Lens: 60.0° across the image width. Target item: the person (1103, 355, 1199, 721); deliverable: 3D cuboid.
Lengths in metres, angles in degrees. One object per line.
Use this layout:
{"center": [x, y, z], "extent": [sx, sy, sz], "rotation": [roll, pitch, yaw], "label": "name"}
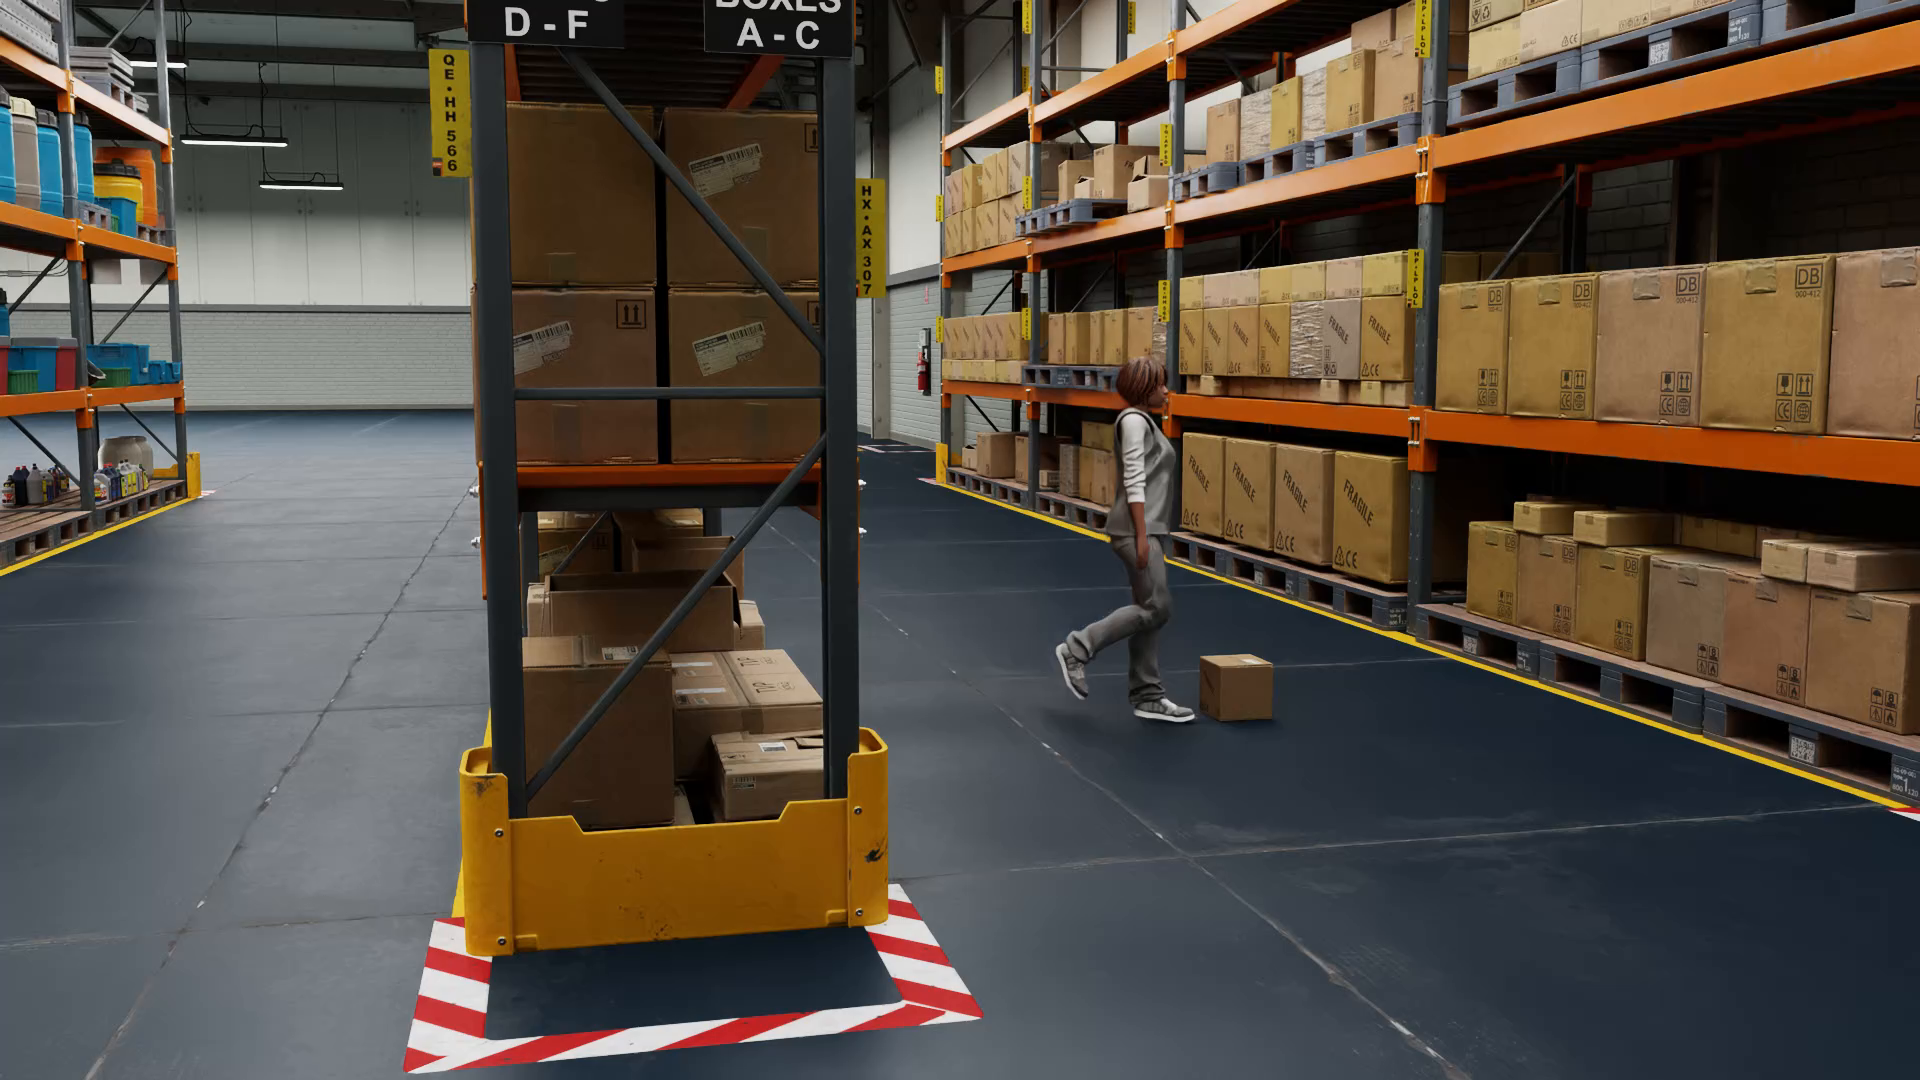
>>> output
{"center": [0.828, 0.010, 7.303], "extent": [0.410, 1.562, 0.468], "rotation": [0, 6, 1], "label": "person"}
